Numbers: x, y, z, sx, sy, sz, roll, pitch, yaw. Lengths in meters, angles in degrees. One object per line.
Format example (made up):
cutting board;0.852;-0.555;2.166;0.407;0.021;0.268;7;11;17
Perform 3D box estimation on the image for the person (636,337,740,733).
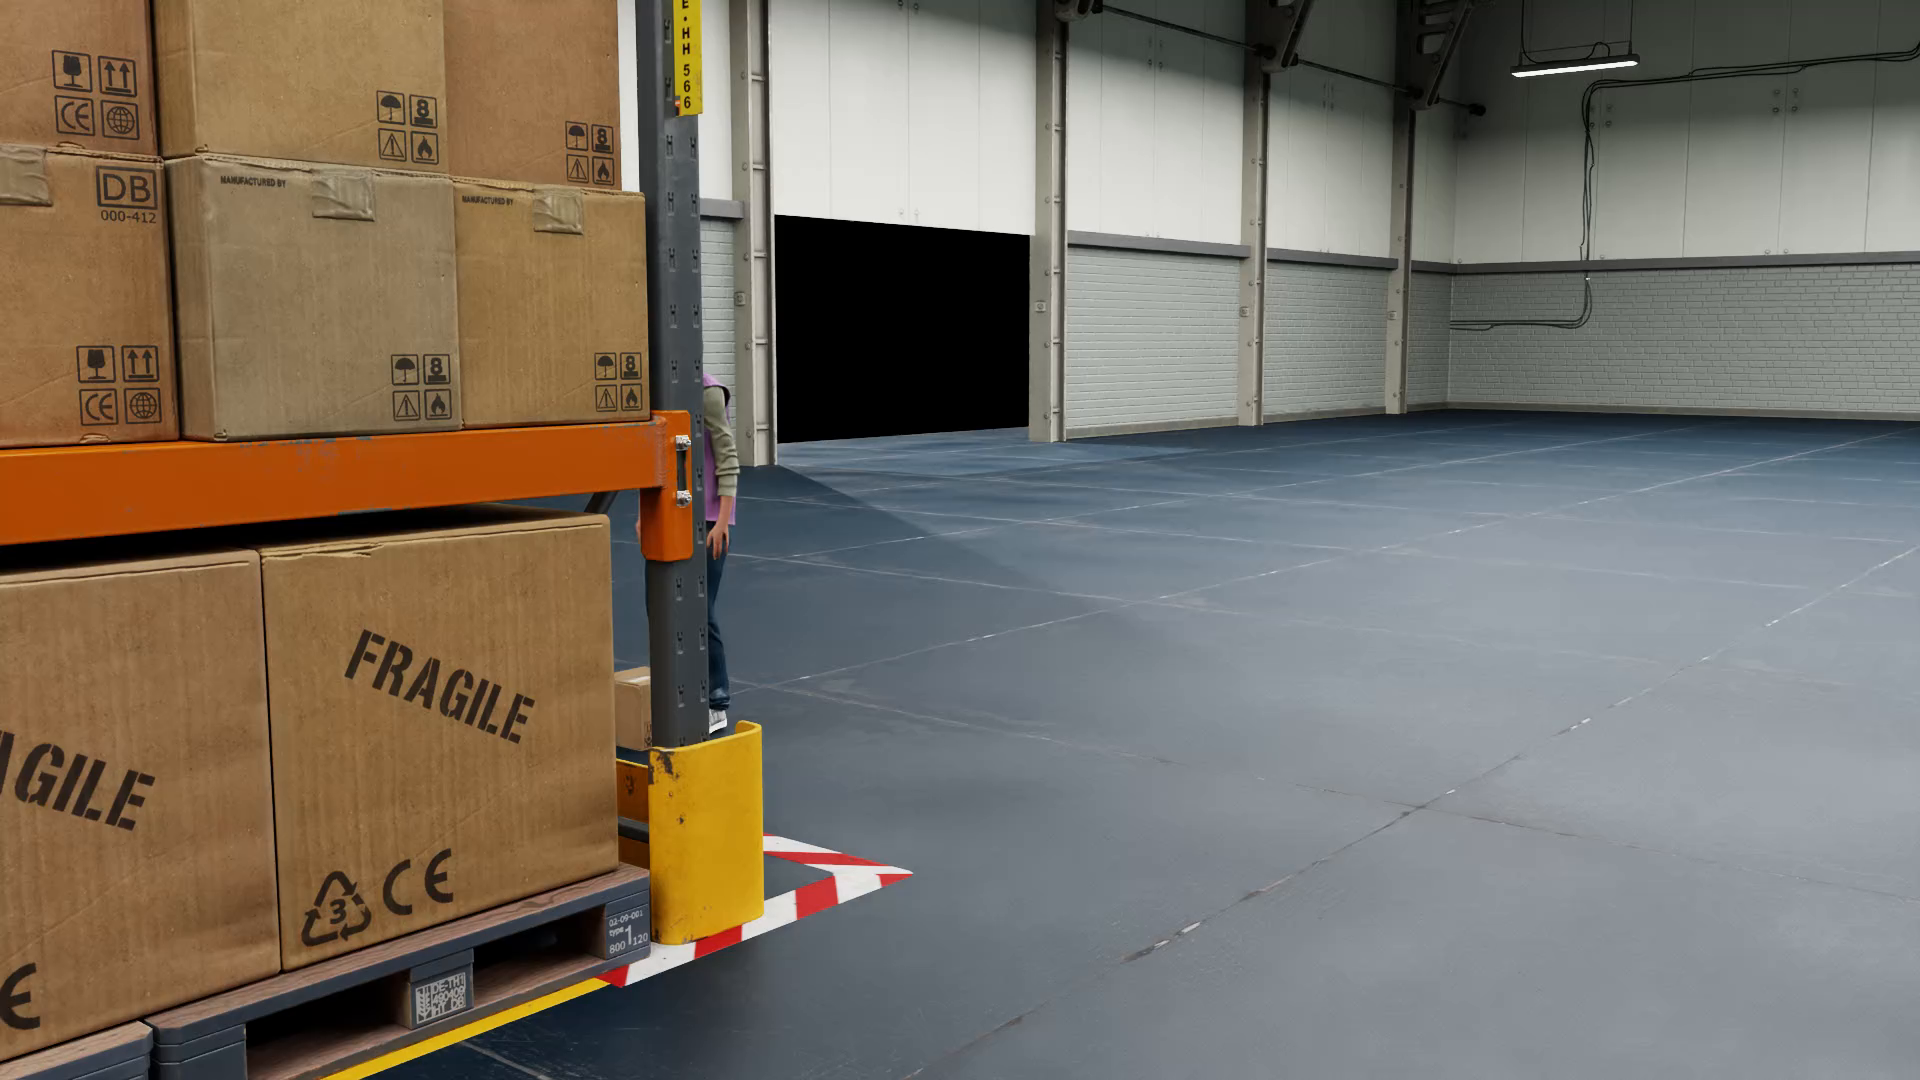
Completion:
person;-1.048;-0.052;6.352;0.478;1.580;0.345;5;8;35
